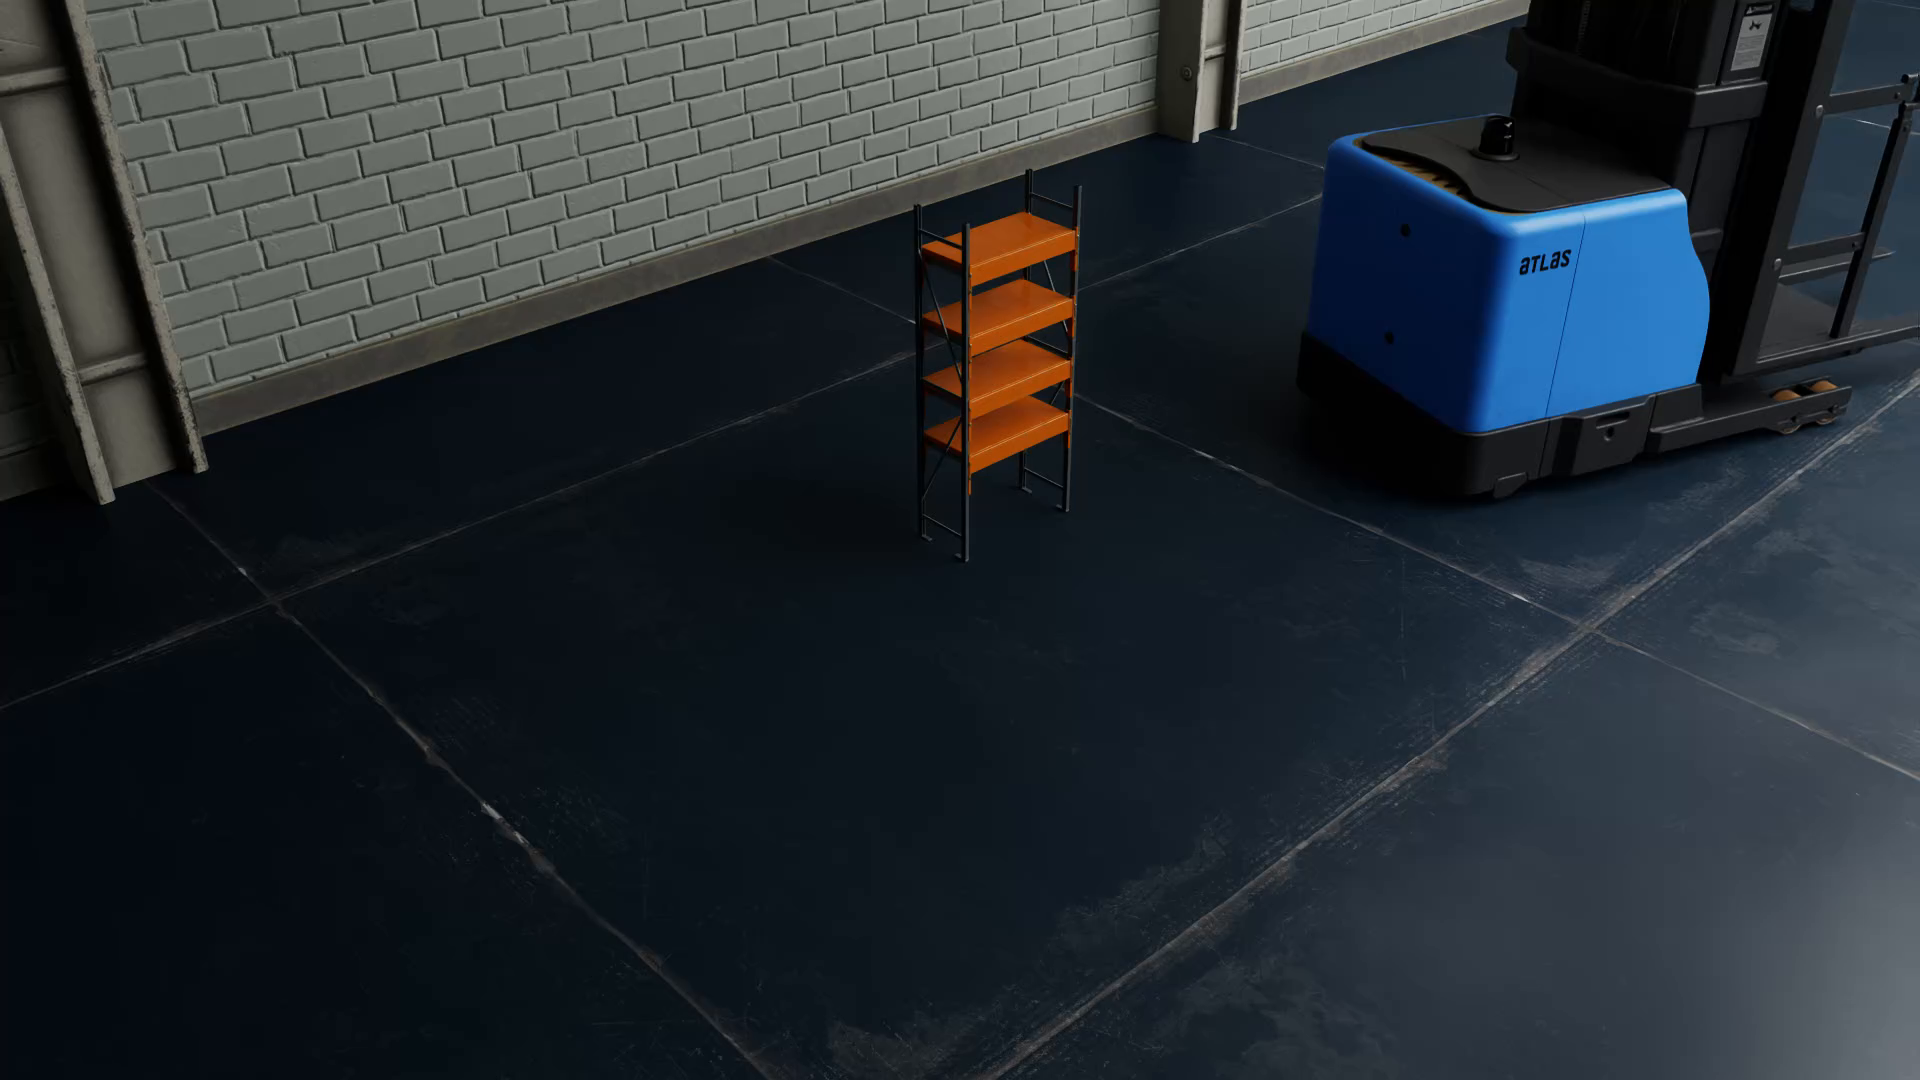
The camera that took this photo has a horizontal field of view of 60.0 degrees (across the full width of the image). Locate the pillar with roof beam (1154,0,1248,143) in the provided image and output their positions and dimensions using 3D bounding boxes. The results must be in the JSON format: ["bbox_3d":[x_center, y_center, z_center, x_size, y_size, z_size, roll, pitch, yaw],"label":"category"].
[{"bbox_3d":[4.287,-4.573,4.603,0.400,9.000,9.100,-26,40,-35],"label":"pillar with roof beam"}]

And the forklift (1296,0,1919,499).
[{"bbox_3d":[2.901,-1.898,6.044,3.031,2.935,1.130,-13,34,-20],"label":"forklift"}]

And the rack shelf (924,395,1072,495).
[{"bbox_3d":[0.121,-0.344,5.672,0.480,0.148,0.258,-26,40,-35],"label":"rack shelf"}]

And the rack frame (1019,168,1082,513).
[{"bbox_3d":[0.300,-0.657,5.675,0.015,1.200,0.240,-26,40,-35],"label":"rack frame"}]

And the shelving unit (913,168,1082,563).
[{"bbox_3d":[0.121,-0.571,5.533,0.503,1.200,0.258,-26,40,-35],"label":"shelving unit"}]

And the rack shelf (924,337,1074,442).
[{"bbox_3d":[0.121,-0.513,5.568,0.480,0.148,0.258,-26,40,-35],"label":"rack shelf"}]

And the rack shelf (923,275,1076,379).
[{"bbox_3d":[0.121,-0.704,5.451,0.480,0.148,0.258,-26,40,-35],"label":"rack shelf"}]

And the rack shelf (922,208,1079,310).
[{"bbox_3d":[0.121,-0.906,5.328,0.480,0.148,0.258,-26,40,-35],"label":"rack shelf"}]

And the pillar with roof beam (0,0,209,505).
[{"bbox_3d":[-0.113,-2.445,1.123,0.400,9.000,9.100,-26,40,-35],"label":"pillar with roof beam"}]

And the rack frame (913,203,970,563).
[{"bbox_3d":[-0.058,-0.484,5.391,0.015,1.200,0.240,-26,40,-35],"label":"rack frame"}]
